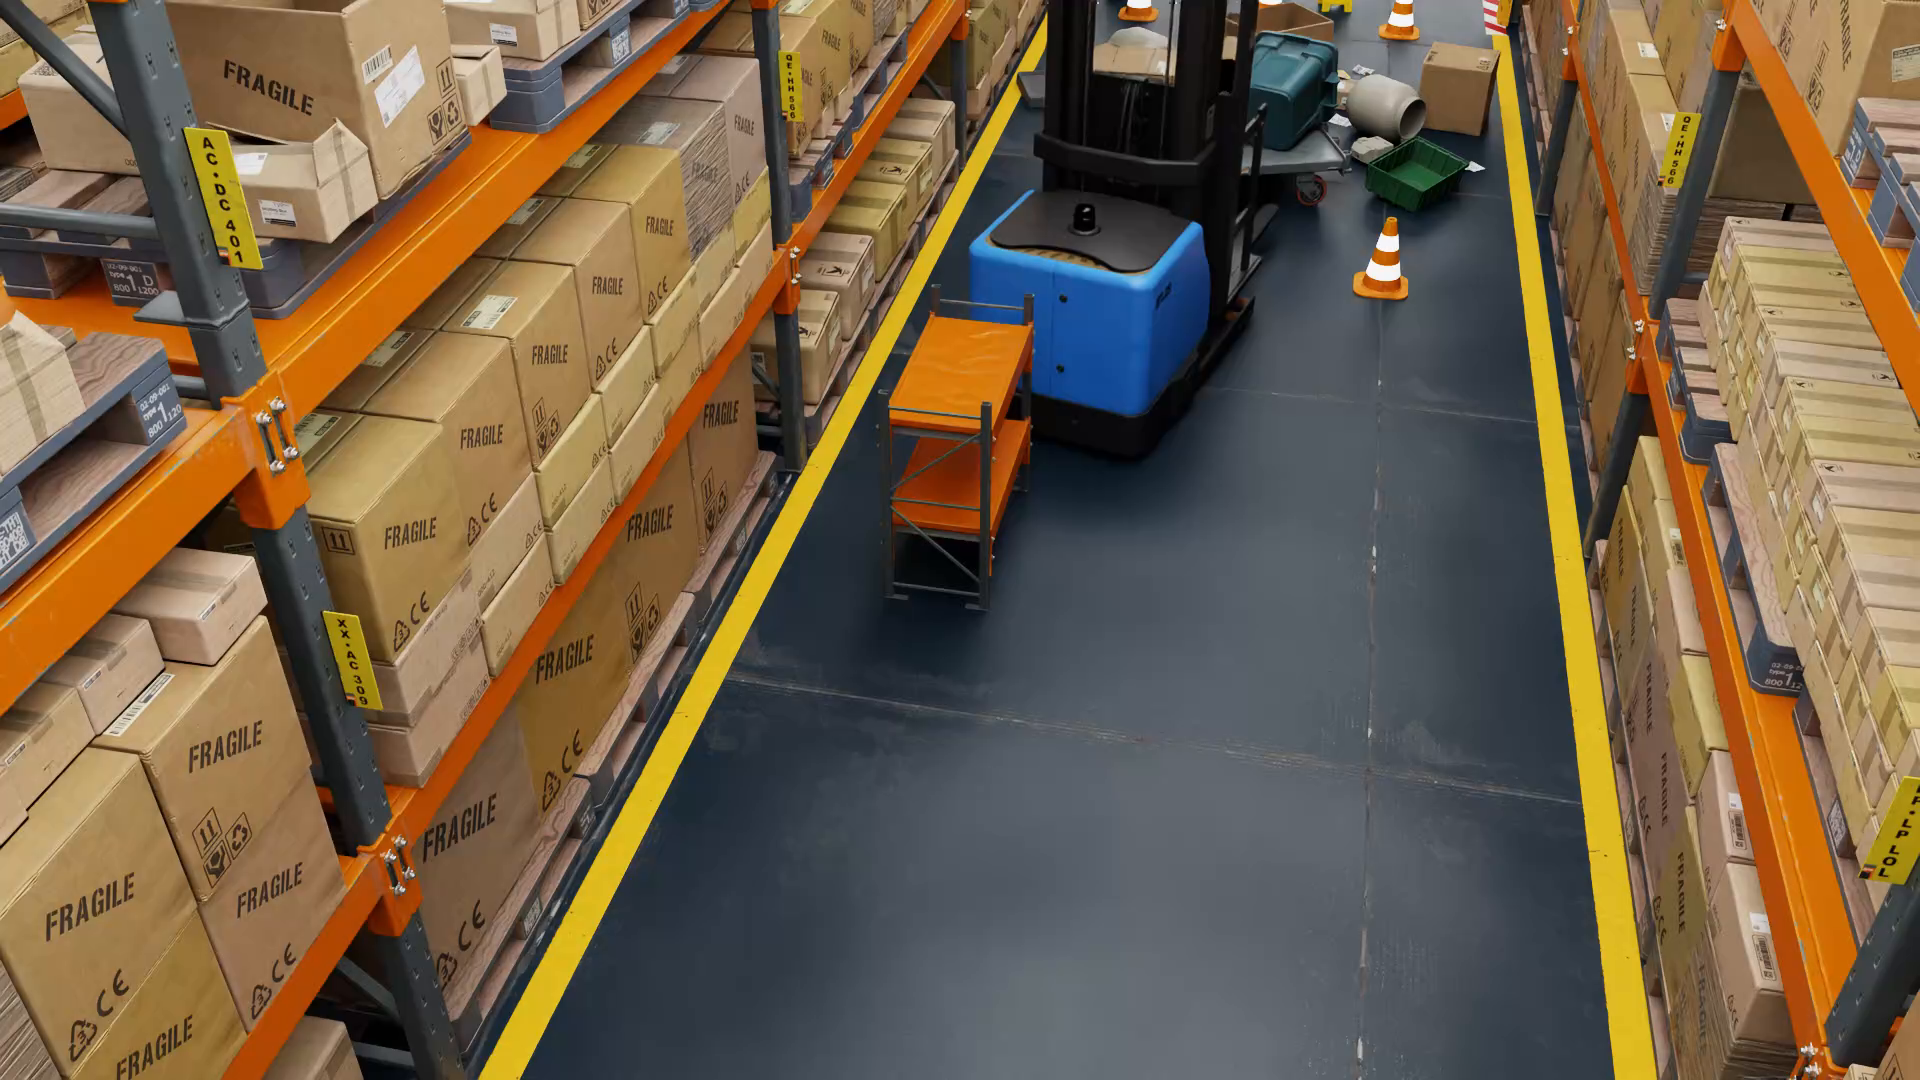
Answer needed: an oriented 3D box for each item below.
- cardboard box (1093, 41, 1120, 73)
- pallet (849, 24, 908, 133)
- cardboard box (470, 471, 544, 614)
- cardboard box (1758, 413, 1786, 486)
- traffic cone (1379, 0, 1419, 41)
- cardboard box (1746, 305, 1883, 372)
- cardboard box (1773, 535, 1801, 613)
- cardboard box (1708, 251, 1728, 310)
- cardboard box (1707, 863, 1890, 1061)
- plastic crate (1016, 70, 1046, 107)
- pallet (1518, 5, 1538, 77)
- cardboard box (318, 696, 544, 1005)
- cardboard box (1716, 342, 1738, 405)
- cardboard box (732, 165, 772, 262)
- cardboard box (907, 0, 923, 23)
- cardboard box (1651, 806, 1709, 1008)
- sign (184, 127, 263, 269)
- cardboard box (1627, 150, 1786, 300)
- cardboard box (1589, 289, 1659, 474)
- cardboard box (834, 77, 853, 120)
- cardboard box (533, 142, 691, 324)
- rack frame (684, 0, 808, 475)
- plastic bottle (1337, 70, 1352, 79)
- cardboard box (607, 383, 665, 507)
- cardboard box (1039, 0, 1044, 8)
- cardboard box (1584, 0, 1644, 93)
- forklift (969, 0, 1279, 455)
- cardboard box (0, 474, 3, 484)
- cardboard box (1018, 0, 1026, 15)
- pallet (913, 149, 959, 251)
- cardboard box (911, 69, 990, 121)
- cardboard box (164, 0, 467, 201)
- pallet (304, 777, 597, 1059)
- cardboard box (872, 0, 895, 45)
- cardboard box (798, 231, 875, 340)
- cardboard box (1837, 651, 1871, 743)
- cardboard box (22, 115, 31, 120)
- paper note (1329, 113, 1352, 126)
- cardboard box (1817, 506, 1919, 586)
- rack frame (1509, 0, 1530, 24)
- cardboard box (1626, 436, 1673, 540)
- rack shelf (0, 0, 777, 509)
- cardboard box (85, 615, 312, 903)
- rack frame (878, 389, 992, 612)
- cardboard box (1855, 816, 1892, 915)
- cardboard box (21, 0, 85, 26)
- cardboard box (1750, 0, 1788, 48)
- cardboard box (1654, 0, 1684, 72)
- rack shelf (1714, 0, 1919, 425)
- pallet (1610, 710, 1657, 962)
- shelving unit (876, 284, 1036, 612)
[{"bbox_3d":[1.104,-3.380,12.486,0.500,0.500,0.500,-24,42,-30],"label":"cardboard box"},{"bbox_3d":[-0.926,-2.717,9.606,1.003,0.211,1.213,7,37,10],"label":"pallet"},{"bbox_3d":[-1.709,-0.022,5.427,0.500,0.250,0.500,8,37,11],"label":"cardboard box"},{"bbox_3d":[2.976,-0.290,5.697,0.380,0.149,0.250,7,37,10],"label":"cardboard box"},{"bbox_3d":[3.757,-4.525,14.099,0.336,0.463,0.334,7,37,10],"label":"traffic cone"},{"bbox_3d":[3.092,-0.714,6.029,0.380,0.149,0.250,6,36,8],"label":"cardboard box"},{"bbox_3d":[2.861,0.133,5.367,0.380,0.149,0.250,9,37,12],"label":"cardboard box"},{"bbox_3d":[3.250,-1.029,6.716,0.380,0.149,0.250,9,37,12],"label":"cardboard box"},{"bbox_3d":[2.607,1.281,5.060,0.500,0.250,0.500,6,36,9],"label":"cardboard box"},{"bbox_3d":[0.682,-3.563,13.098,0.402,0.080,0.583,-5,36,-6],"label":"plastic crate"},{"bbox_3d":[5.163,-4.081,13.701,1.003,0.211,1.213,7,37,10],"label":"pallet"},{"bbox_3d":[-2.109,0.963,5.817,0.875,0.875,0.875,8,37,11],"label":"cardboard box"},{"bbox_3d":[3.142,-0.621,6.407,0.380,0.149,0.250,9,37,12],"label":"cardboard box"},{"bbox_3d":[-1.164,-1.487,7.447,0.500,0.250,0.500,7,37,10],"label":"cardboard box"},{"bbox_3d":[-0.439,-3.239,10.019,0.380,0.149,0.250,8,37,10],"label":"cardboard box"},{"bbox_3d":[2.716,1.293,5.682,0.500,0.500,0.500,6,36,9],"label":"cardboard box"},{"bbox_3d":[-1.620,-0.749,3.663,0.100,0.325,0.005,7,37,10],"label":"sign"},{"bbox_3d":[3.383,-1.424,7.574,0.500,0.500,0.500,7,37,10],"label":"cardboard box"},{"bbox_3d":[3.767,-0.689,8.204,1.050,0.750,0.750,7,36,9],"label":"cardboard box"},{"bbox_3d":[-0.782,-2.350,8.793,0.380,0.149,0.250,8,37,10],"label":"cardboard box"},{"bbox_3d":[-1.378,-1.192,6.401,0.500,0.500,0.500,7,37,10],"label":"cardboard box"},{"bbox_3d":[-1.309,-1.655,7.977,1.000,3.000,0.127,7,37,10],"label":"rack frame"},{"bbox_3d":[3.047,-3.671,13.262,0.133,0.061,0.283,-5,36,-6],"label":"plastic bottle"},{"bbox_3d":[-1.461,-0.394,6.365,0.500,0.250,0.500,7,36,9],"label":"cardboard box"},{"bbox_3d":[0.485,-4.787,14.284,0.500,0.250,0.500,7,37,10],"label":"cardboard box"},{"bbox_3d":[3.921,-2.868,9.567,0.500,0.500,0.500,8,37,10],"label":"cardboard box"},{"bbox_3d":[1.126,-2.485,9.182,1.130,2.935,3.031,16,39,21],"label":"forklift"},{"bbox_3d":[-2.043,-0.127,3.084,0.380,0.149,0.250,8,37,11],"label":"cardboard box"},{"bbox_3d":[0.261,-4.521,13.278,0.500,0.500,0.500,6,36,9],"label":"cardboard box"},{"bbox_3d":[-0.619,-2.372,11.343,1.003,0.211,1.213,7,37,10],"label":"pallet"},{"bbox_3d":[-0.064,-3.309,12.245,0.500,0.250,0.500,6,36,8],"label":"cardboard box"},{"bbox_3d":[-1.691,-1.255,4.427,0.500,0.500,0.500,7,36,9],"label":"cardboard box"},{"bbox_3d":[-2.072,1.316,6.255,1.003,0.211,1.213,7,37,10],"label":"pallet"},{"bbox_3d":[-0.661,-3.105,9.282,0.500,0.500,0.500,6,36,8],"label":"cardboard box"},{"bbox_3d":[-1.028,-1.507,9.655,0.950,0.372,0.625,7,36,9],"label":"cardboard box"},{"bbox_3d":[2.698,0.466,4.653,0.380,0.149,0.250,9,37,12],"label":"cardboard box"},{"bbox_3d":[-5.736,-2.601,10.948,0.875,0.625,0.625,6,36,8],"label":"cardboard box"},{"bbox_3d":[2.906,-3.188,12.629,0.172,0.023,0.155,20,41,26],"label":"paper note"},{"bbox_3d":[2.815,0.044,4.982,0.380,0.149,0.250,6,36,8],"label":"cardboard box"},{"bbox_3d":[5.258,-5.678,13.529,1.000,3.000,0.127,7,37,10],"label":"rack frame"},{"bbox_3d":[3.165,-0.189,7.087,0.500,0.250,0.500,6,36,8],"label":"cardboard box"},{"bbox_3d":[-1.736,-1.431,5.726,1.077,0.370,4.000,7,37,10],"label":"rack shelf"},{"bbox_3d":[-1.994,0.498,4.069,0.500,0.500,0.500,7,37,10],"label":"cardboard box"},{"bbox_3d":[-0.110,-0.160,7.512,0.500,1.125,0.032,7,37,10],"label":"rack frame"},{"bbox_3d":[2.586,0.880,4.336,0.380,0.149,0.250,7,36,9],"label":"cardboard box"},{"bbox_3d":[-5.587,-3.225,9.845,0.500,0.250,0.500,6,36,9],"label":"cardboard box"},{"bbox_3d":[3.167,-2.053,5.885,0.500,0.500,0.500,7,37,10],"label":"cardboard box"},{"bbox_3d":[3.978,-2.671,8.442,0.700,0.500,0.500,7,37,10],"label":"cardboard box"},{"bbox_3d":[3.122,-0.869,4.950,1.077,0.370,4.000,7,37,10],"label":"rack shelf"},{"bbox_3d":[3.118,1.182,6.439,1.003,0.211,1.213,7,37,10],"label":"pallet"},{"bbox_3d":[-0.001,-0.452,7.915,0.538,1.125,1.048,7,37,10],"label":"shelving unit"}]
